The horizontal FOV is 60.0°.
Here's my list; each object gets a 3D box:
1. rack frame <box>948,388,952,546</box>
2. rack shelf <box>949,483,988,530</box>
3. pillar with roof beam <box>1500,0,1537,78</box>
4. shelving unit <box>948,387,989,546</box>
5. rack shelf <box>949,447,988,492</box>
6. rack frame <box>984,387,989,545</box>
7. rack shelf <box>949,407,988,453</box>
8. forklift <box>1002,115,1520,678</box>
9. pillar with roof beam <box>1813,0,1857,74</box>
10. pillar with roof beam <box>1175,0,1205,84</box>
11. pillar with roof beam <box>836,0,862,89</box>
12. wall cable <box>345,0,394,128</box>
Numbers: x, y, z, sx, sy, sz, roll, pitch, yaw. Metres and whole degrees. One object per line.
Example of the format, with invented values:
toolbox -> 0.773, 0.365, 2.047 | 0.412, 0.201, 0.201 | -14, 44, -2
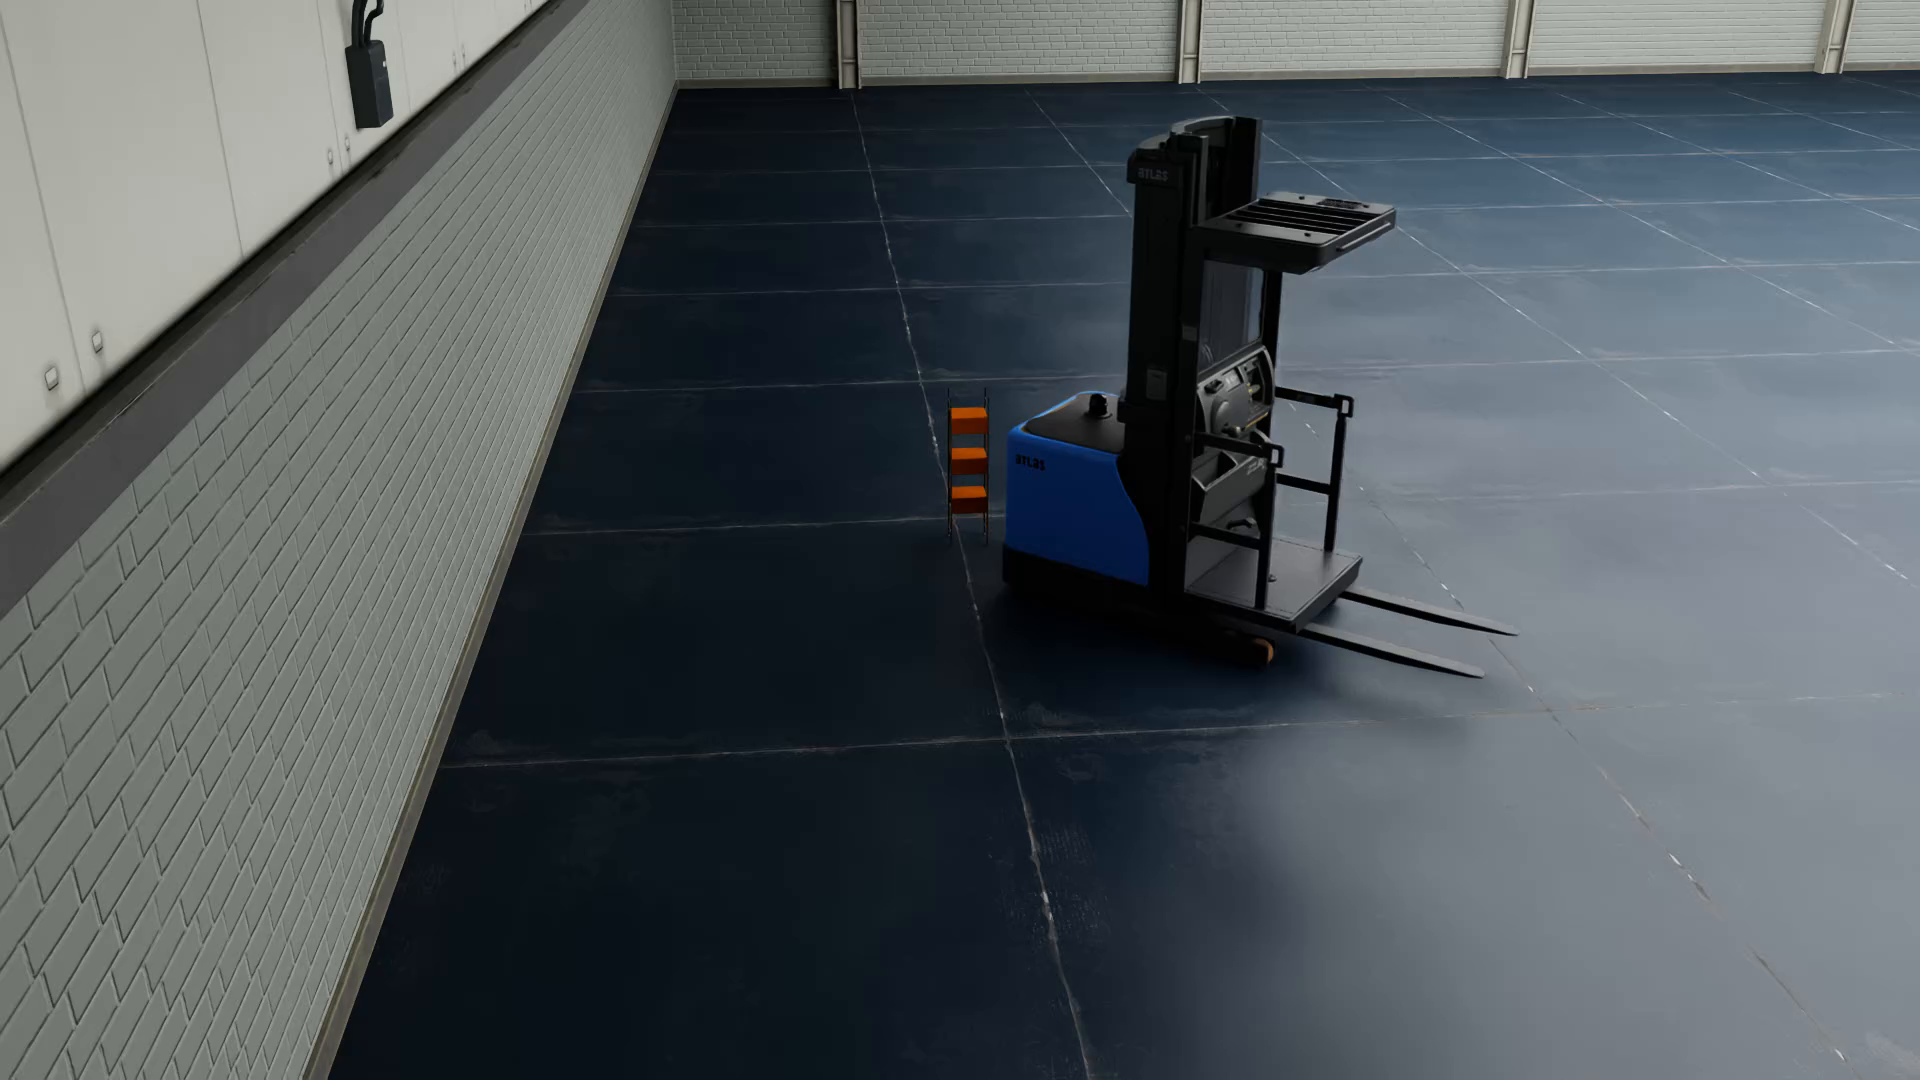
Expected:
rack frame -> -0.068, -0.477, 11.031 | 0.008, 1.050, 0.200 | -2, 24, -5
rack shelf -> 0.053, -0.218, 11.159 | 0.240, 0.259, 0.215 | -2, 24, -5
pillar with roof beam -> 10.440, -10.759, 24.376 | 0.400, 9.000, 9.100 | -2, 24, -5
shelving unit -> 0.053, -0.482, 11.042 | 0.252, 1.050, 0.215 | -2, 24, -5
rack shelf -> 0.053, -0.472, 11.046 | 0.240, 0.259, 0.215 | -2, 24, -5
rack frame -> 0.175, -0.487, 11.053 | 0.008, 1.050, 0.200 | -2, 24, -5
rack shelf -> 0.053, -0.732, 10.931 | 0.240, 0.259, 0.215 | -2, 24, -5
forklift -> 1.773, -0.847, 9.548 | 3.031, 2.935, 1.130 | 16, 28, 31
pillar with roof beam -> 16.411, -10.998, 24.915 | 0.400, 9.000, 9.100 | -2, 24, -5
pillar with roof beam -> 4.469, -10.519, 23.837 | 0.400, 9.000, 9.100 | -2, 24, -5
pillar with roof beam -> -1.502, -10.280, 23.298 | 0.400, 9.000, 9.100 | -2, 24, -5
wall cable -> -2.808, -5.096, 7.449 | 0.169, 6.003, 2.305 | -2, 24, -5
